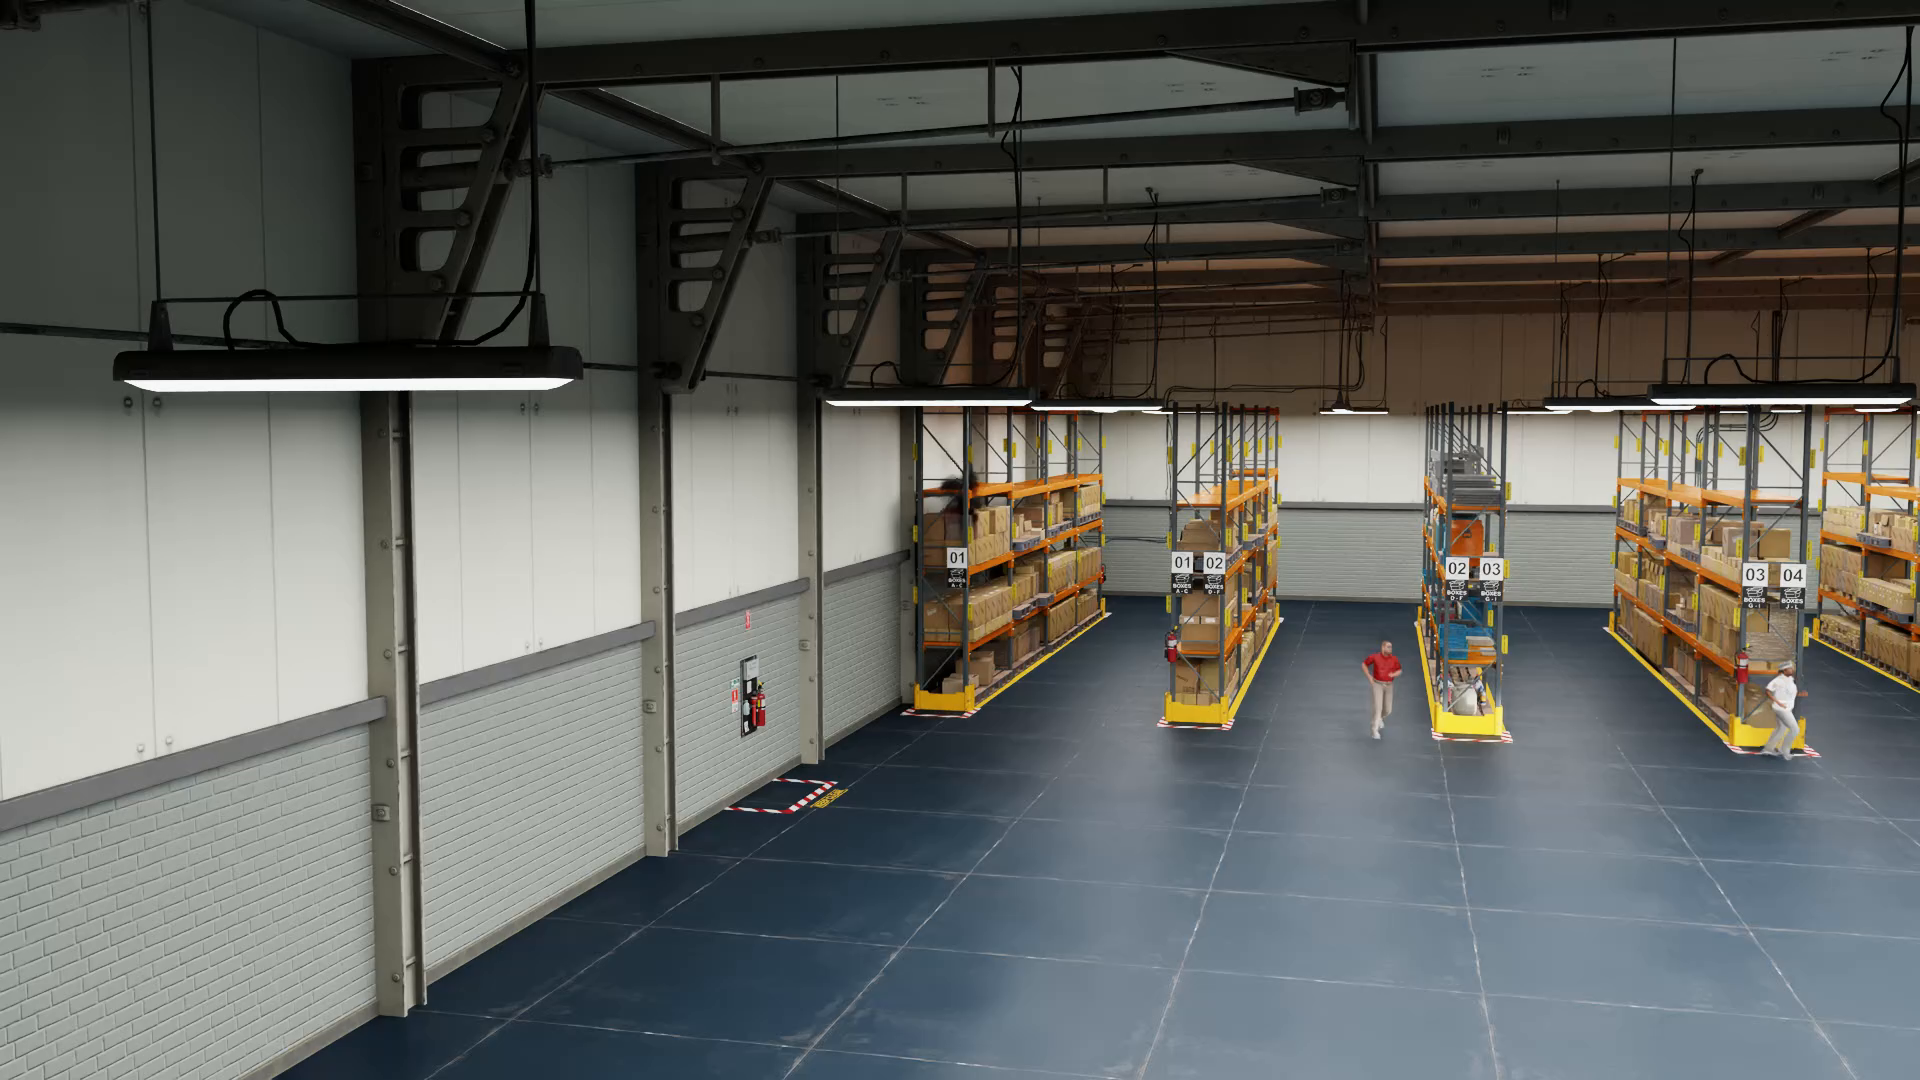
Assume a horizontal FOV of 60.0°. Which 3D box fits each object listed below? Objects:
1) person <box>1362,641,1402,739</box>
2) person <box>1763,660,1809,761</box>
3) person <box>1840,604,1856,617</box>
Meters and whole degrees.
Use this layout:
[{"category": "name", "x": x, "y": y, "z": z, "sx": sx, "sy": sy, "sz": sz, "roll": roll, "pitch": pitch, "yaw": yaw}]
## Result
[{"category": "person", "x": 7.652, "y": 2.679, "z": 30.030, "sx": 0.685, "sy": 1.717, "sz": 0.905, "roll": -1, "pitch": 4, "yaw": -10}, {"category": "person", "x": 13.745, "y": 2.850, "z": 27.720, "sx": 0.694, "sy": 1.734, "sz": 0.579, "roll": 4, "pitch": 6, "yaw": 42}, {"category": "person", "x": 23.495, "y": 1.558, "z": 43.944, "sx": 0.865, "sy": 1.812, "sz": 0.646, "roll": 0, "pitch": 4, "yaw": 3}]
